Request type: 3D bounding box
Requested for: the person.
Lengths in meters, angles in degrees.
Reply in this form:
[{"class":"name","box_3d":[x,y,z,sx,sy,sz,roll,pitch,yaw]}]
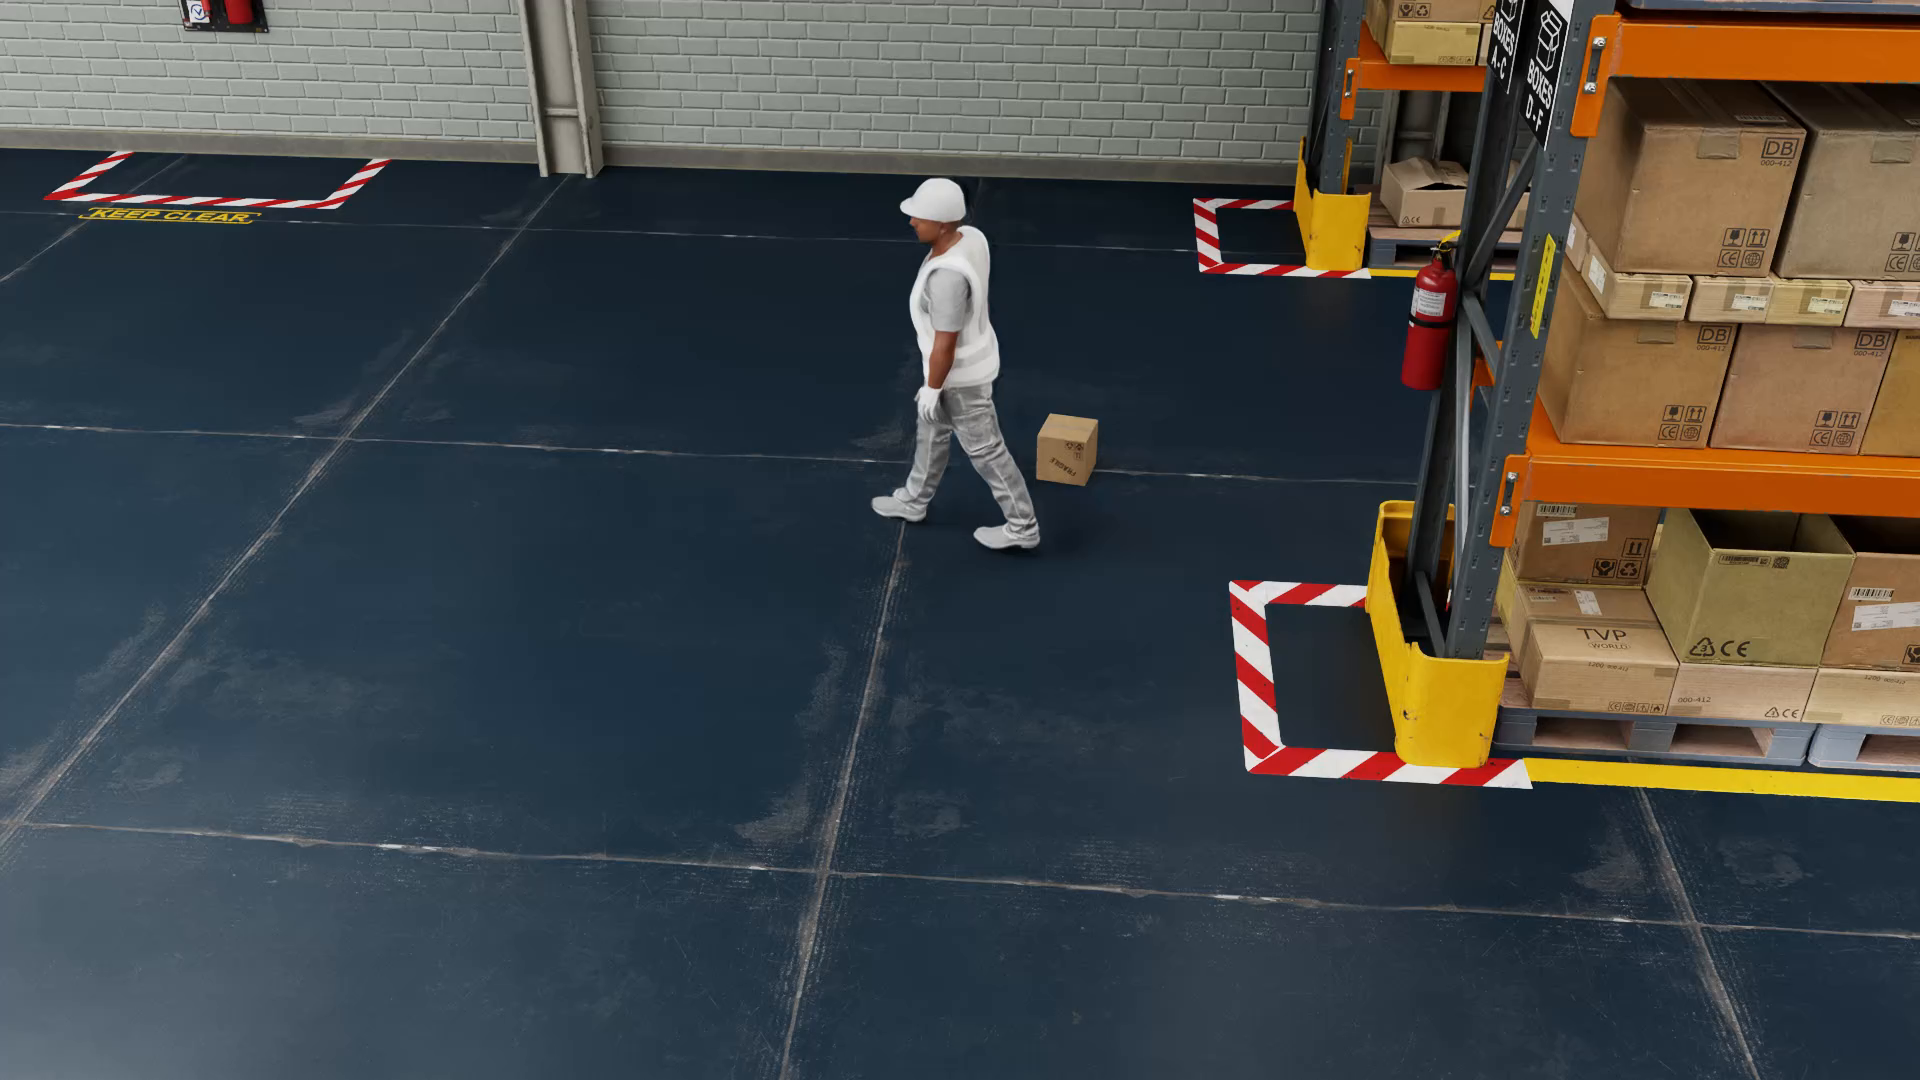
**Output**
[{"class":"person","box_3d":[-0.038,-0.753,7.325,0.829,1.769,0.608,3,32,4]}]
